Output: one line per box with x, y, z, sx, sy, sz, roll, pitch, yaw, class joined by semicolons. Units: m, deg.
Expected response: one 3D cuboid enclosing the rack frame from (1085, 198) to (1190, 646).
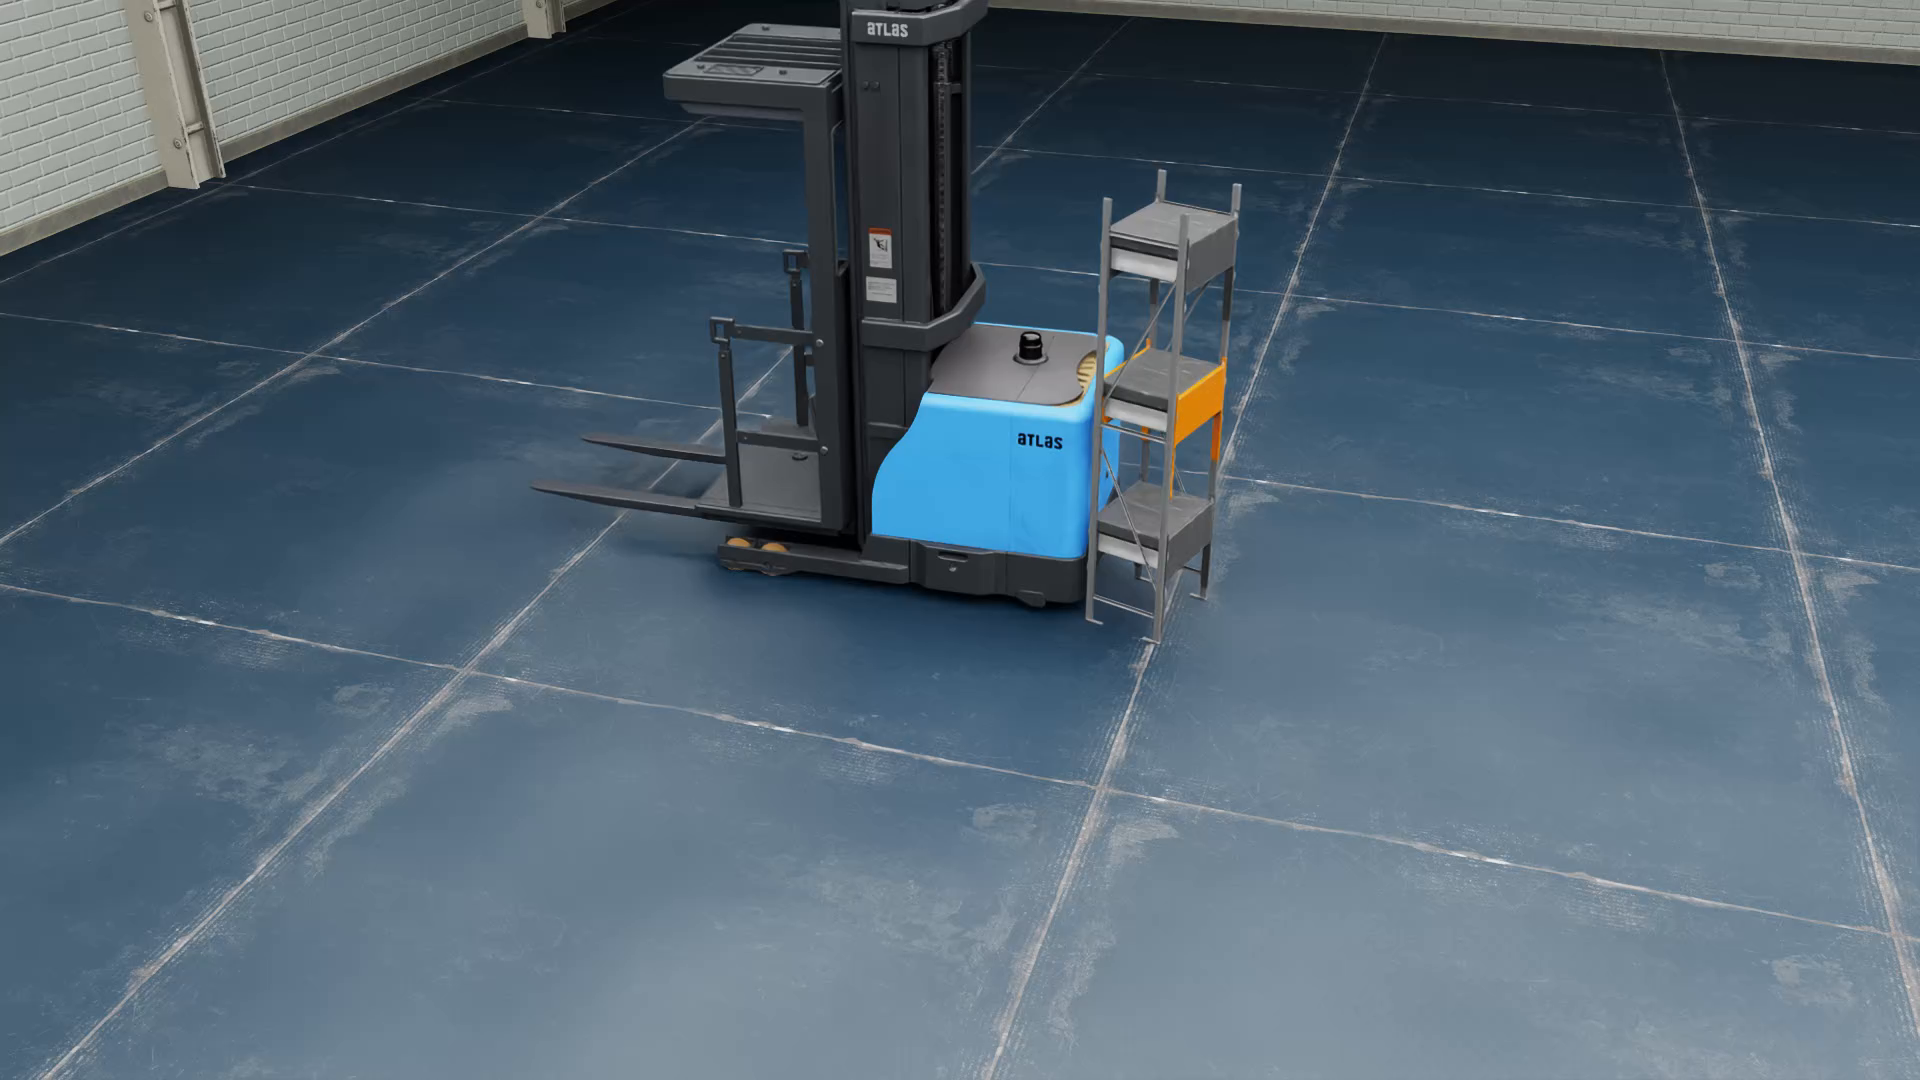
0.776;-0.475;7.444;0.400;2.100;0.015;18;34;29;rack frame

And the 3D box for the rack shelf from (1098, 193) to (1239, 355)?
0.912;-1.173;7.286;0.431;0.518;0.480;18;34;29;rack shelf

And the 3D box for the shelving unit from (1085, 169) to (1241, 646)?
0.913;-0.574;7.620;0.431;2.100;0.503;18;34;29;shelving unit

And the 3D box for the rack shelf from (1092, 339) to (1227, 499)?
0.913;-0.562;7.627;0.431;0.518;0.480;18;34;29;rack shelf

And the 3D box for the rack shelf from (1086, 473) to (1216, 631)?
0.913;0.050;7.968;0.431;0.518;0.480;18;34;29;rack shelf

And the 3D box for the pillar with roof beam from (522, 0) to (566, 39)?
-0.691;-9.194;16.021;9.100;9.000;0.400;8;30;15;pillar with roof beam

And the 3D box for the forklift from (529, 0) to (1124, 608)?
-0.736;-1.337;8.138;3.031;2.935;1.130;7;30;13;forklift

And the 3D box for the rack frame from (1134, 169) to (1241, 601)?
1.049;-0.672;7.797;0.400;2.100;0.015;18;34;29;rack frame

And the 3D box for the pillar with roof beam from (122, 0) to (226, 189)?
-2.452;-6.406;11.009;9.100;9.000;0.400;8;30;15;pillar with roof beam
